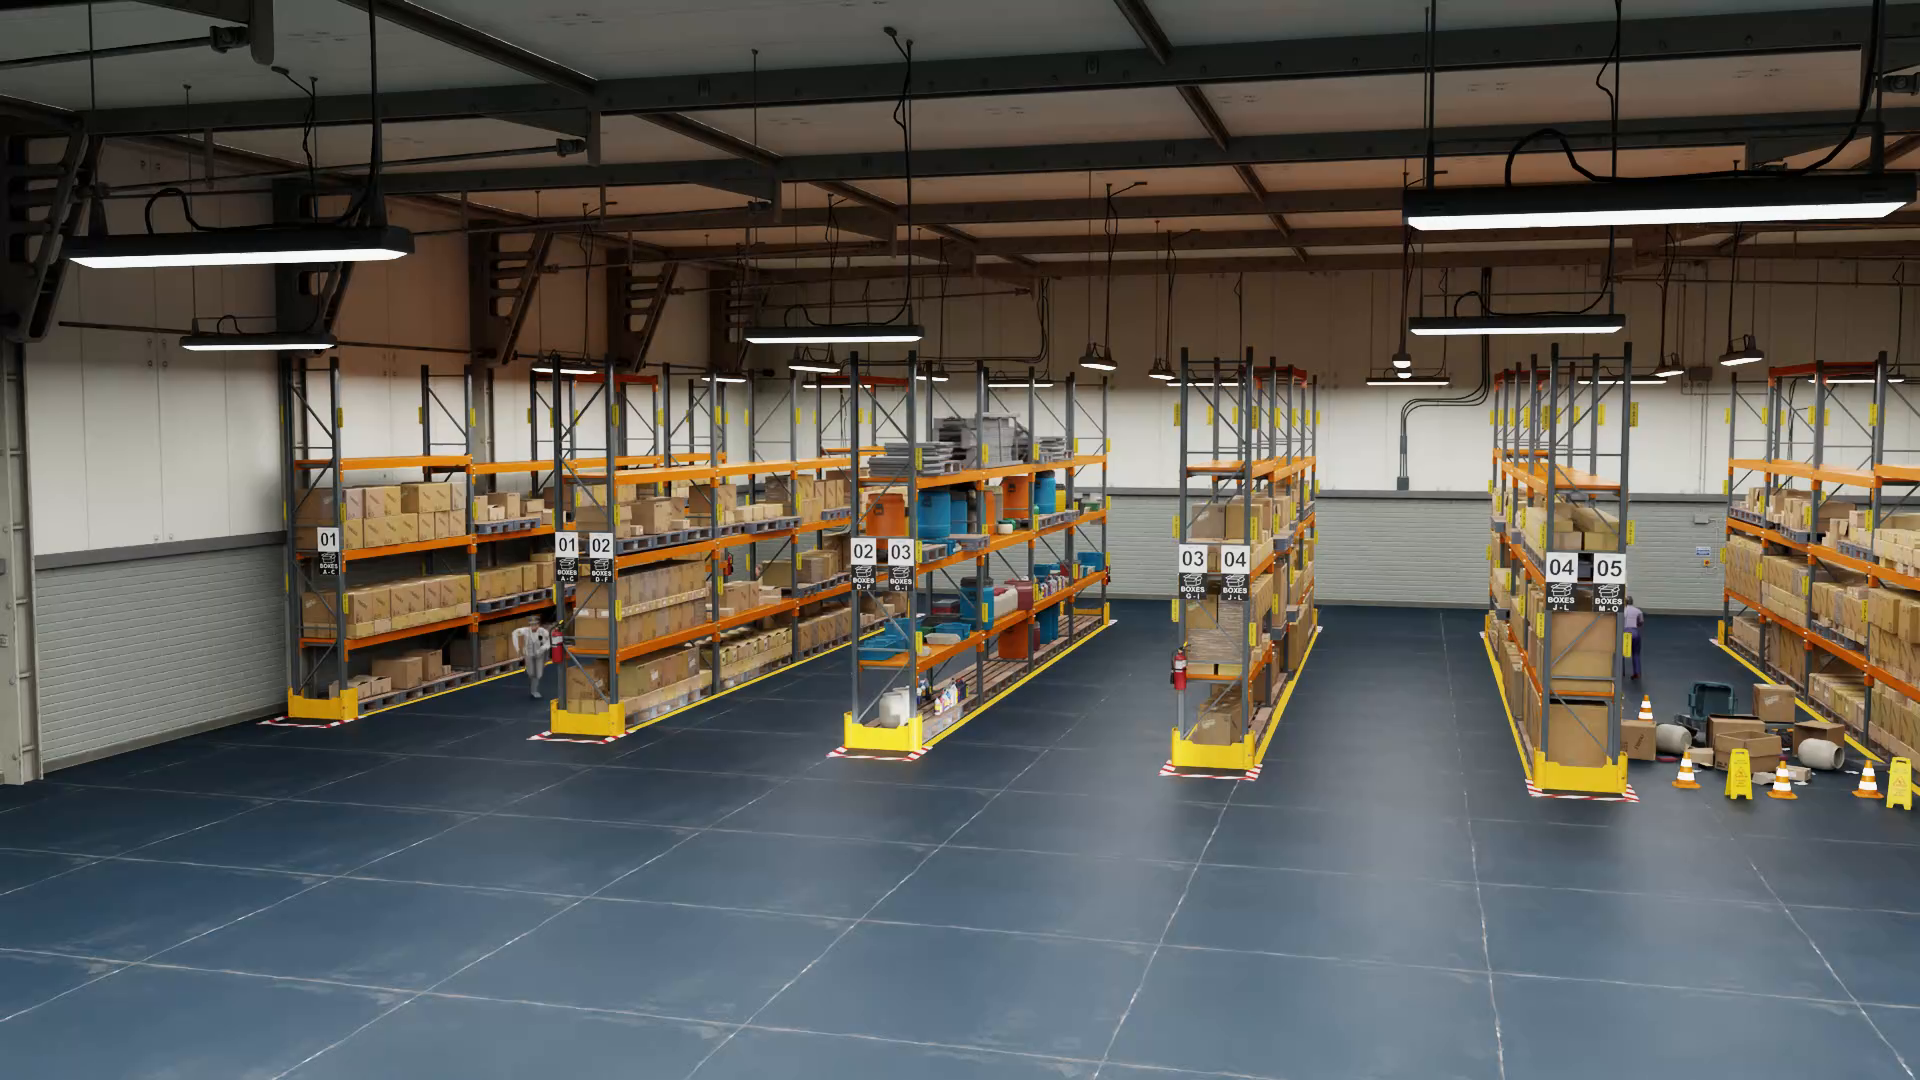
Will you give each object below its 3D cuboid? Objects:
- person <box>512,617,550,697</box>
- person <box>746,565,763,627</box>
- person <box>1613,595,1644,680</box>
[{"bbox_3d":[-7.631,2.085,29.602,0.654,1.499,0.794,-1,4,-14],"label":"person"},{"bbox_3d":[-4.659,1.398,37.741,0.563,1.688,0.688,1,4,8],"label":"person"},{"bbox_3d":[12.750,1.889,31.690,0.601,1.612,0.947,1,4,7],"label":"person"}]
